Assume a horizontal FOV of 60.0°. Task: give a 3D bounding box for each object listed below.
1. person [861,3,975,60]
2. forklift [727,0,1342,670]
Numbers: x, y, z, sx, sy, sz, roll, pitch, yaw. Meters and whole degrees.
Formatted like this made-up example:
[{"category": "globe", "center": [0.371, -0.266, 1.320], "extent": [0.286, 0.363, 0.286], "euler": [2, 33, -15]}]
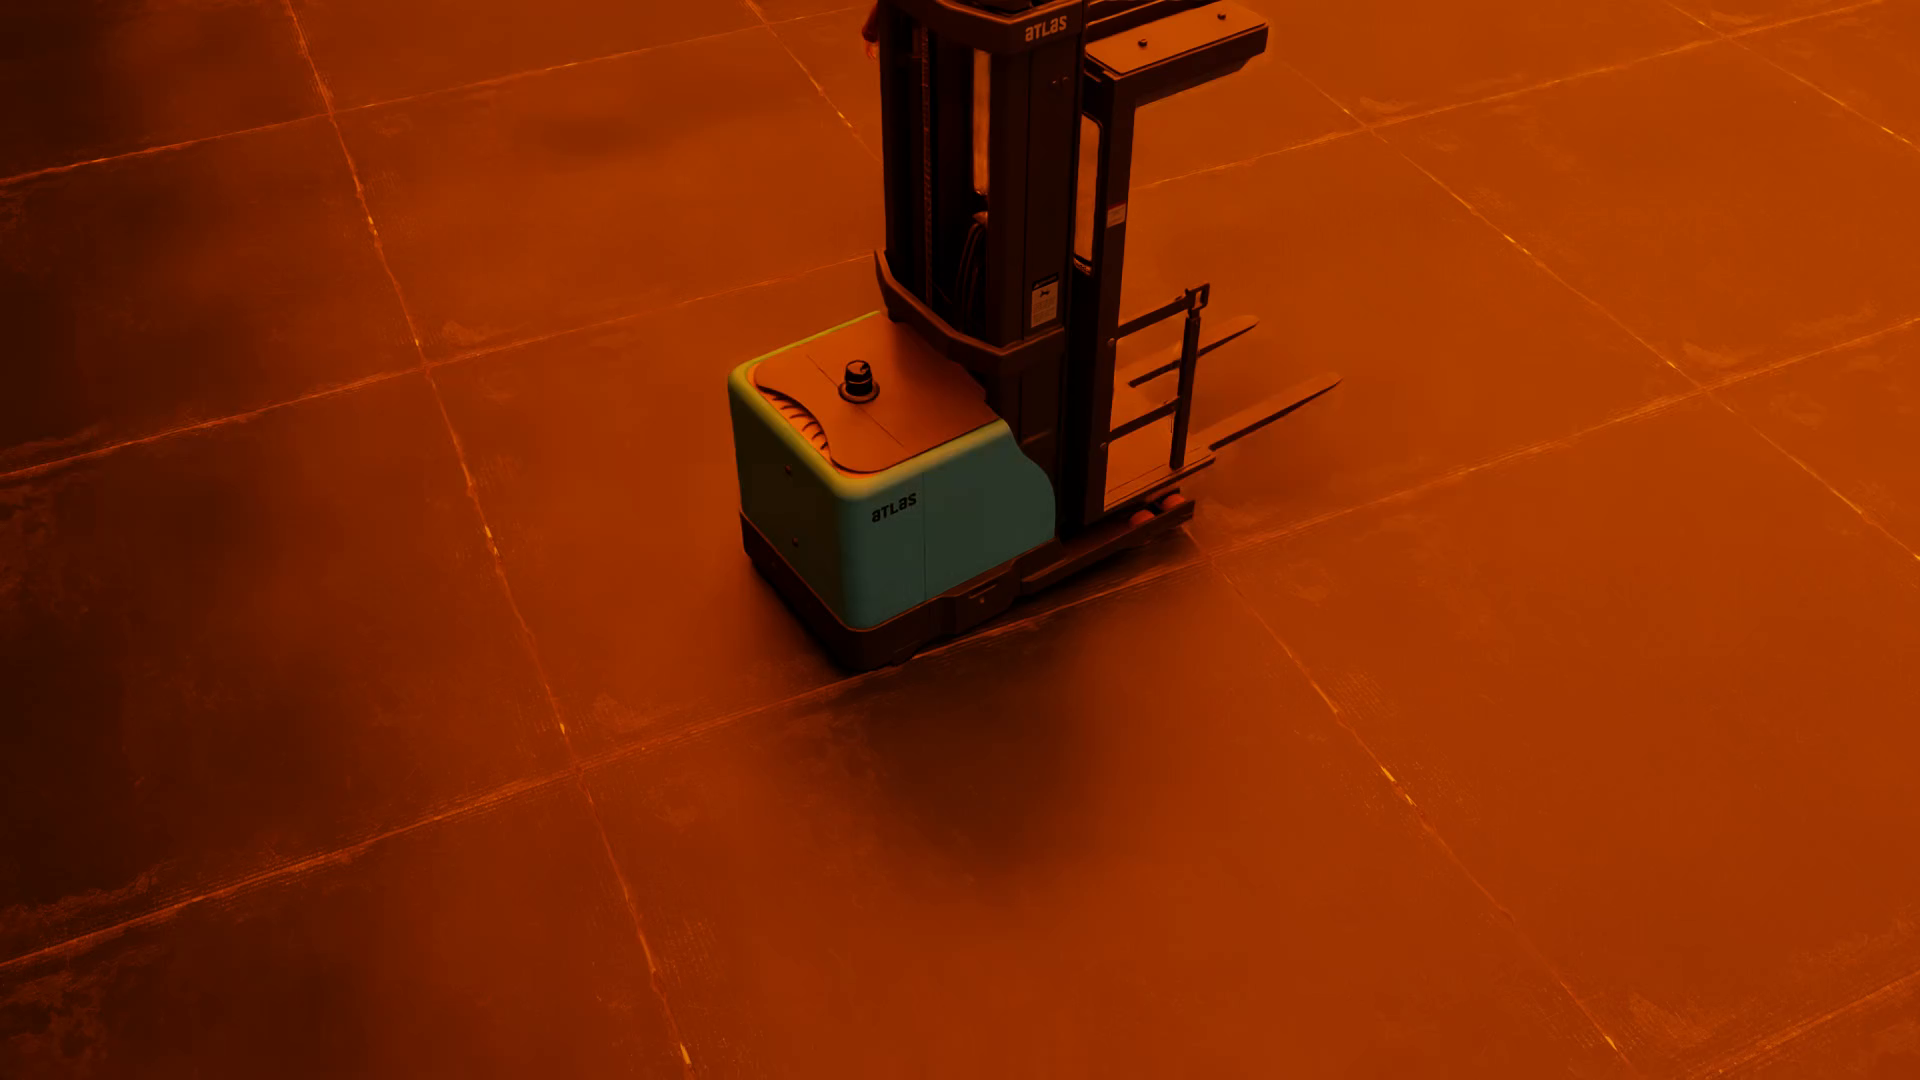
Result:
[{"category": "person", "center": [-0.127, -2.754, 9.632], "extent": [0.802, 1.568, 0.550], "euler": [-17, 46, -17]}, {"category": "forklift", "center": [0.496, -1.318, 7.093], "extent": [3.031, 2.935, 1.130], "euler": [-26, 49, -25]}]
